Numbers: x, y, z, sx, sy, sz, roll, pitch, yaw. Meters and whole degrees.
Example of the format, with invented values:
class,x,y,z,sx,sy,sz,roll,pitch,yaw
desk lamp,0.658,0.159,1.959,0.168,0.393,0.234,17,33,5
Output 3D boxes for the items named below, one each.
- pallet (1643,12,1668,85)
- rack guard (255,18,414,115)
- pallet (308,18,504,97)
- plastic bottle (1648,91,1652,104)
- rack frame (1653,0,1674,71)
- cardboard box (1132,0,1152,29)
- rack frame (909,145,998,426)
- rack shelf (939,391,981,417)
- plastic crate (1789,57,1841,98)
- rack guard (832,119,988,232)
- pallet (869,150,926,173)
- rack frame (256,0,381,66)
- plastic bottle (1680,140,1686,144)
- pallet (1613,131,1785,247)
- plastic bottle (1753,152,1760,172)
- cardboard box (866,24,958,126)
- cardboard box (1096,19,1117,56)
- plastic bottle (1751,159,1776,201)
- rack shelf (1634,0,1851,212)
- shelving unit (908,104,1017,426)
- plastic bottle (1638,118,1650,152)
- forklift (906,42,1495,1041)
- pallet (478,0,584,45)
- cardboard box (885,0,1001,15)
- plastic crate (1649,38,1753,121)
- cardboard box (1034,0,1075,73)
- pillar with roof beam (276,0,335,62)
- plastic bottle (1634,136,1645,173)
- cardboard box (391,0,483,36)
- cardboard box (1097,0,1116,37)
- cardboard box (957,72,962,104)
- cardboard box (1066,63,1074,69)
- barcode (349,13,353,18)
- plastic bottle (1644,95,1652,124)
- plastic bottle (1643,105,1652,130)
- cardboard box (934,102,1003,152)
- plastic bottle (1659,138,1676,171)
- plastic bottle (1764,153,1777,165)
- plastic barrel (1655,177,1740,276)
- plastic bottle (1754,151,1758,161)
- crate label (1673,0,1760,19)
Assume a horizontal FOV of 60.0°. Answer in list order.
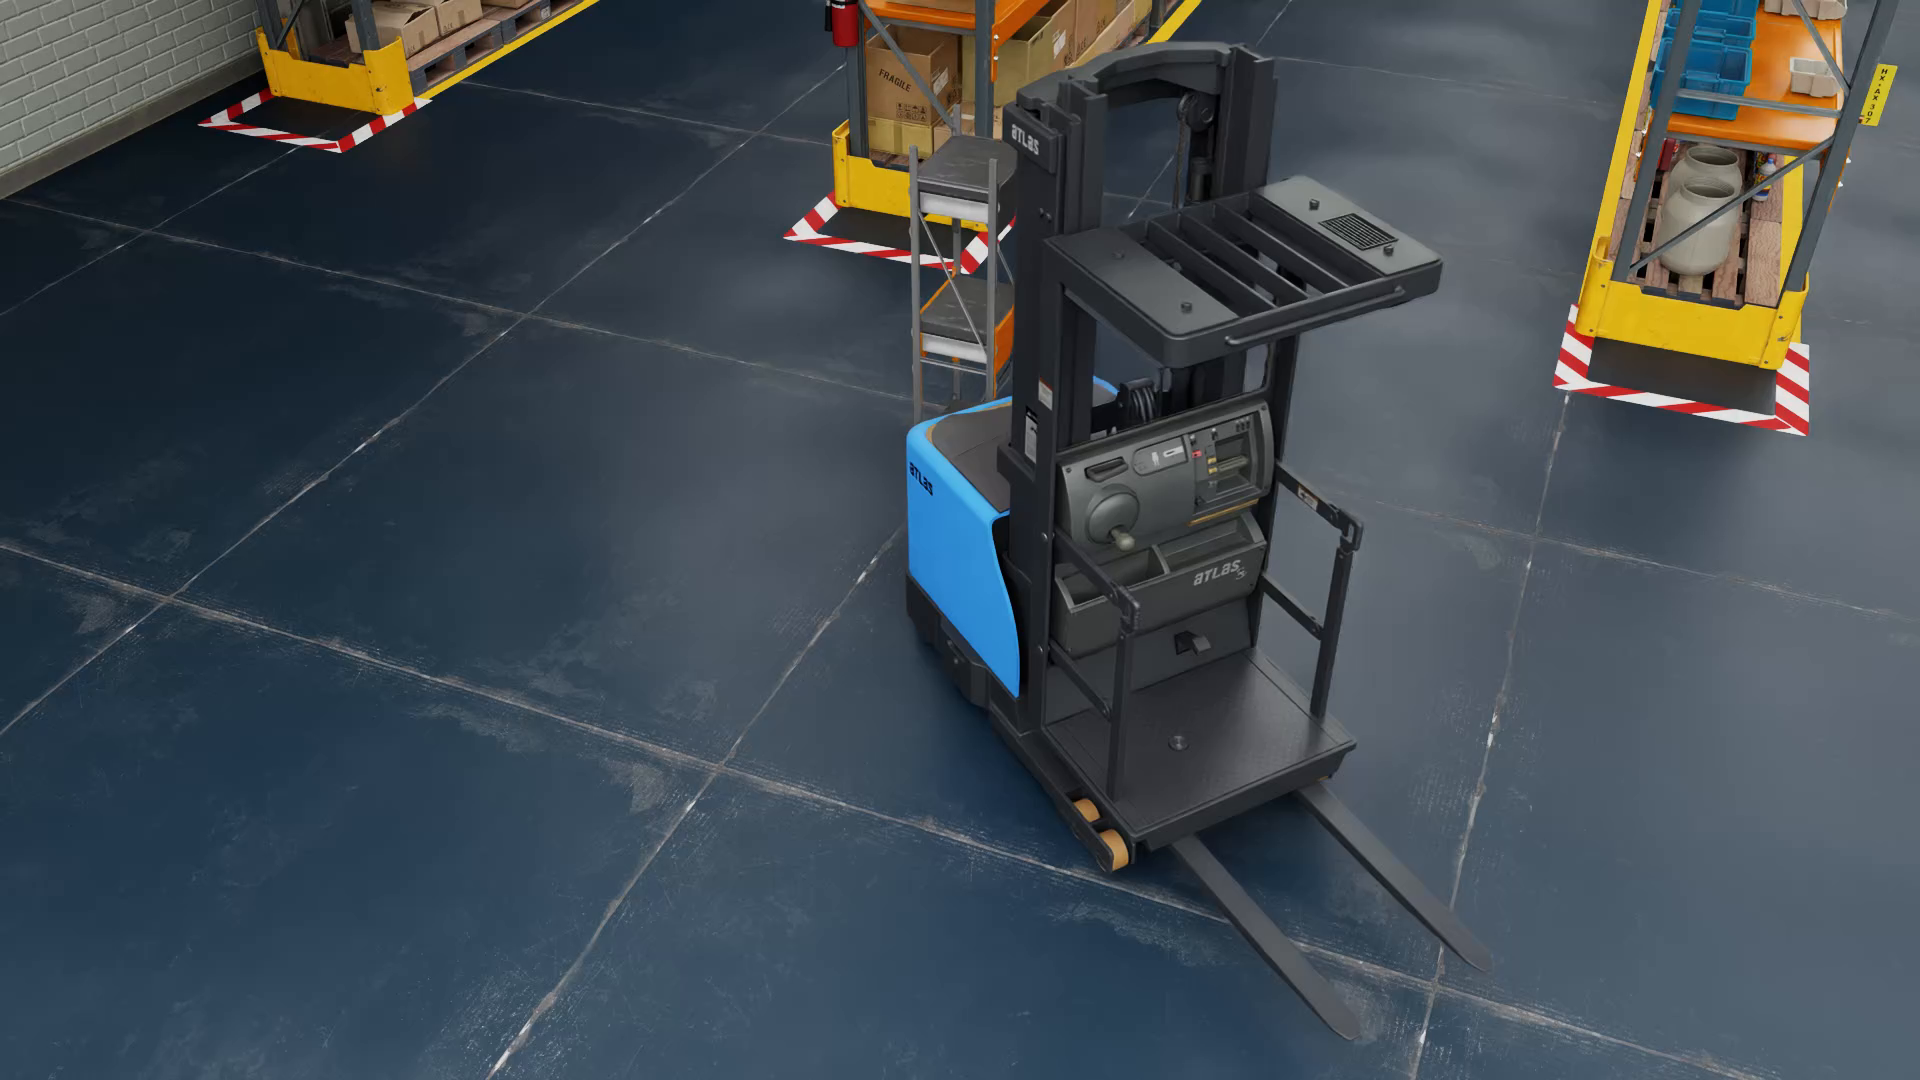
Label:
class,x,y,z,sx,sy,sz,roll,pitch,yaw
pallet,6.100,-3.898,13.390,1.003,0.211,1.213,14,39,18
rack guard,-4.818,-3.654,12.823,1.175,0.500,0.348,14,39,18
pallet,-4.476,-3.980,13.501,1.003,0.211,1.213,14,39,18
plastic bottle,5.146,-3.334,12.152,0.144,0.351,0.185,15,39,19
rack frame,5.837,-4.571,11.962,1.000,3.000,0.127,14,39,18
cardboard box,1.283,-4.462,13.762,0.500,0.250,0.500,14,39,18
rack frame,-0.030,-0.798,7.665,0.400,2.100,0.015,14,39,18
rack shelf,0.063,-0.361,8.273,0.431,0.518,0.480,14,39,18
plastic crate,4.953,-2.673,9.643,0.298,0.136,0.250,14,39,18
rack guard,-0.274,-2.473,11.242,1.175,0.500,0.348,14,39,18
pallet,-0.012,-2.803,11.926,1.003,0.211,1.213,14,39,18
rack frame,-4.847,-4.614,12.018,1.000,3.000,0.127,14,39,18
plastic bottle,5.059,-2.945,11.693,0.152,0.276,0.135,14,39,18
pallet,5.080,-2.414,11.405,1.003,0.211,1.213,14,39,18
plastic bottle,5.461,-2.618,11.260,0.097,0.271,0.097,0,37,0
cardboard box,-0.336,-3.219,11.472,0.500,0.500,0.500,14,39,18
cardboard box,0.907,-3.907,13.020,0.500,0.250,0.500,14,39,18
plastic bottle,5.293,-2.373,10.932,0.097,0.271,0.097,0,37,0
rack shelf,5.076,-3.176,10.696,1.077,0.370,4.000,14,39,18
shelving unit,0.063,-0.933,7.846,0.431,2.100,0.503,14,39,18
plastic bottle,4.782,-2.769,11.458,0.152,0.276,0.135,13,39,16
forklift,0.898,-0.173,6.135,1.130,2.935,3.031,-18,40,-23
pallet,-4.011,-4.654,14.401,1.003,0.211,1.213,14,39,18
cardboard box,-0.075,-3.783,10.823,0.700,0.500,0.500,14,39,18
plastic crate,4.229,-2.642,9.506,0.499,0.251,0.616,14,39,18
cardboard box,0.512,-3.658,12.059,0.500,0.500,0.500,14,39,18
pillar with roof beam,-1.399,-6.620,9.693,9.100,9.000,0.400,14,39,18
plastic bottle,4.636,-2.631,11.267,0.061,0.283,0.133,15,39,19
cardboard box,-4.284,-4.391,13.599,0.500,0.311,0.500,17,40,21
cardboard box,0.895,-4.211,12.799,0.500,0.500,0.500,14,39,18
cardboard box,-0.155,-3.198,12.070,0.500,0.250,0.500,14,39,18
cardboard box,0.523,-3.355,12.280,0.500,0.250,0.500,14,39,18
barcode,-4.864,-4.180,13.309,0.001,0.075,0.075,14,39,18
plastic bottle,4.973,-3.121,11.923,0.061,0.283,0.133,16,40,20
plastic bottle,4.912,-2.994,11.697,0.144,0.351,0.185,14,39,17
cardboard box,0.145,-2.800,11.538,0.500,0.250,0.500,14,39,18
plastic bottle,4.828,-2.671,11.321,0.061,0.283,0.133,14,39,18
plastic bottle,5.396,-2.499,11.091,0.061,0.283,0.133,14,39,18
plastic barrel,4.495,-1.910,10.129,0.421,0.512,0.421,0,37,0
plastic bottle,5.538,-2.730,11.410,0.097,0.271,0.097,0,37,0
crate label,4.765,-3.452,10.434,0.502,0.435,0.616,14,39,18
